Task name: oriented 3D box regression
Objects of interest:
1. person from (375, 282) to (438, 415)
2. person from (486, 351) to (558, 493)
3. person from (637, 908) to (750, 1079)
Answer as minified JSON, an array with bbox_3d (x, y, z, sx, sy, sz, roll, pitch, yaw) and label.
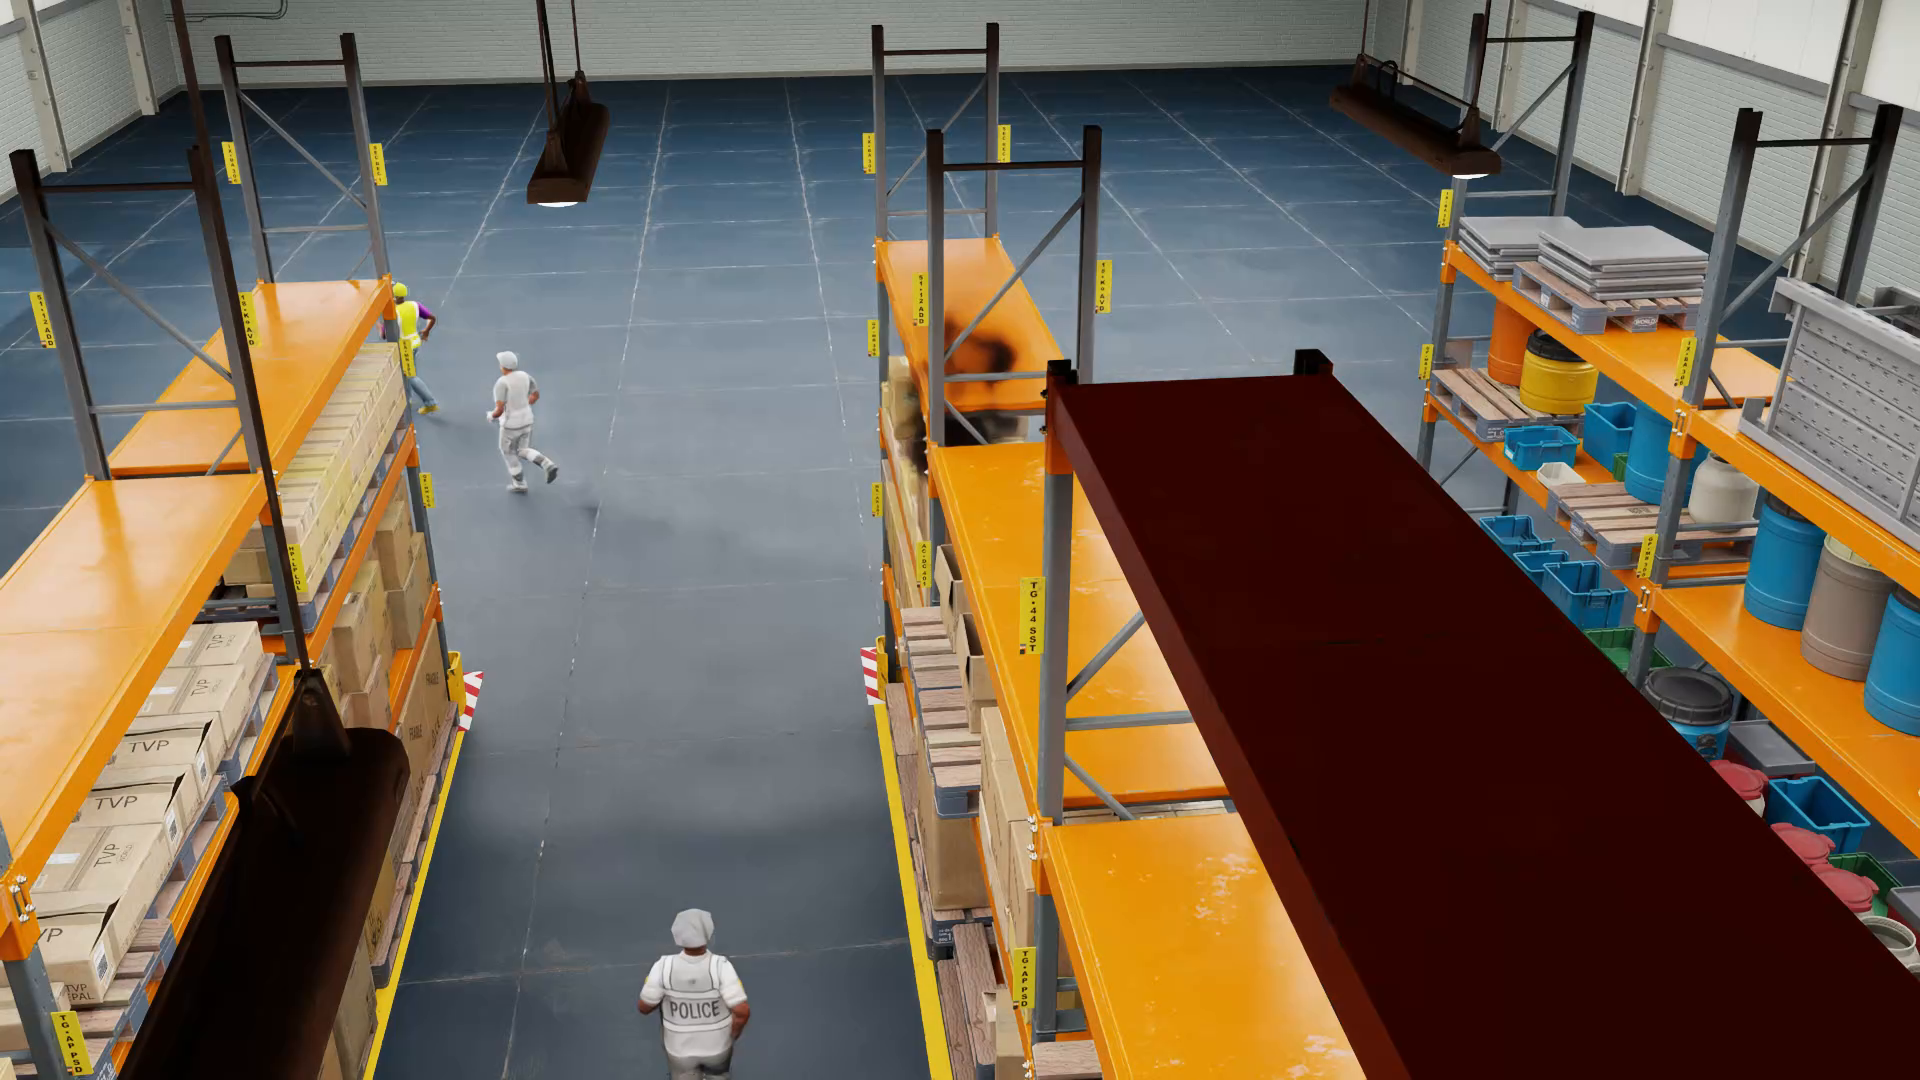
[{"bbox_3d":[-7.189,-2.464,21.605,0.820,1.819,0.677,9,27,18],"label":"person"},{"bbox_3d":[-5.128,-1.334,19.294,0.647,1.765,0.657,14,29,27],"label":"person"},{"bbox_3d":[-1.583,3.064,10.015,0.655,1.827,0.854,-5,26,-10],"label":"person"}]
